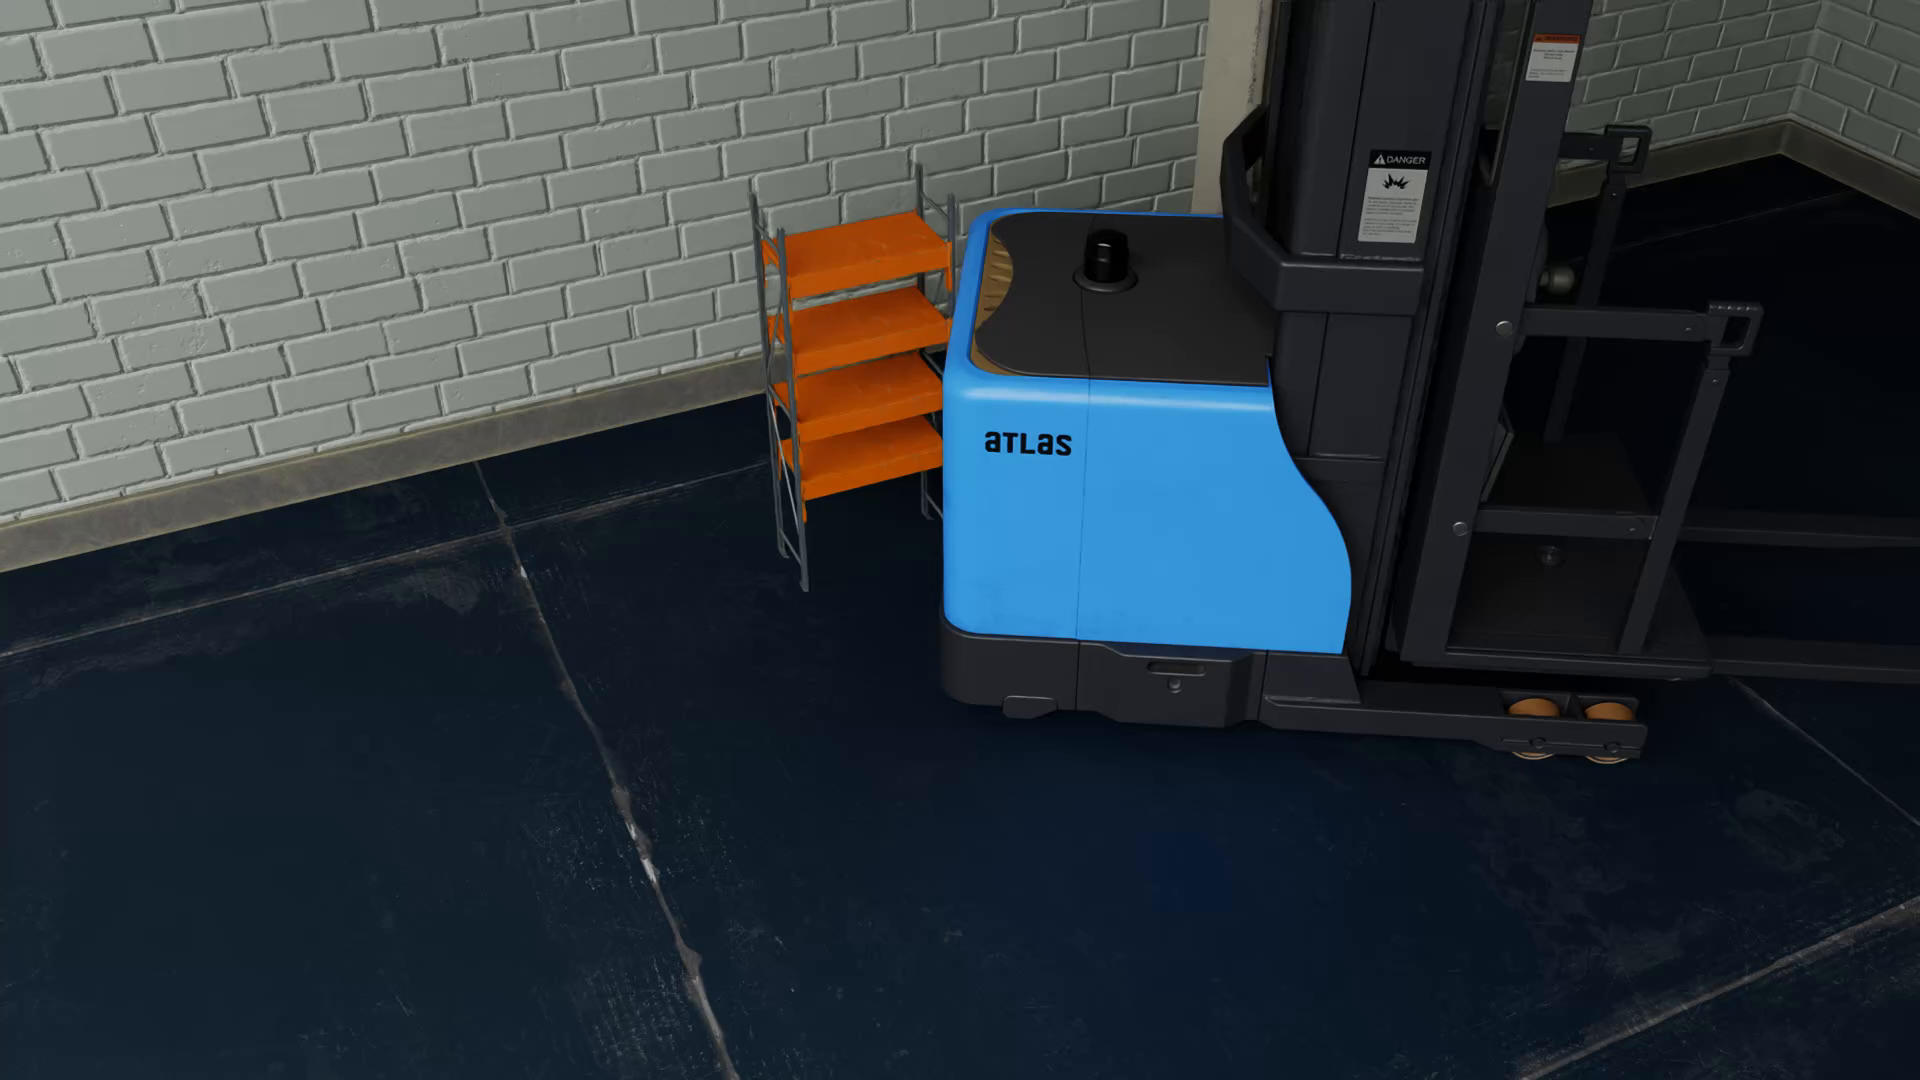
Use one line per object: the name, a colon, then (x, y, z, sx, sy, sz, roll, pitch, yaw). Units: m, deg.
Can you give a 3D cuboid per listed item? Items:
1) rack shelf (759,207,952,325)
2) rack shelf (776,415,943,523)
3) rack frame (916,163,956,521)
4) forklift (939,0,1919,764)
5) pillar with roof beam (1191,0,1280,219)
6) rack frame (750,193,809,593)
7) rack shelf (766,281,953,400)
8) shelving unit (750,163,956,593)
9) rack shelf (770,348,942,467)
rack shelf: (-0.291, -0.765, 4.614, 0.480, 0.148, 0.258, -15, 39, -19)
rack shelf: (-0.291, -0.236, 5.007, 0.480, 0.148, 0.258, -15, 39, -19)
rack frame: (-0.068, -0.509, 4.929, 0.015, 1.200, 0.240, -15, 39, -19)
forklift: (1.489, -0.911, 4.019, 3.031, 2.935, 1.130, 3, 37, 4)
pillar with roof beam: (2.960, -2.256, 0.738, 0.400, 9.000, 9.100, -16, 39, -20)
rack frame: (-0.513, -0.389, 4.767, 0.015, 1.200, 0.240, -15, 39, -19)
rack shelf: (-0.291, -0.575, 4.755, 0.480, 0.148, 0.258, -15, 39, -19)
shelving unit: (-0.291, -0.449, 4.848, 0.503, 1.200, 0.258, -15, 39, -19)
rack shelf: (-0.291, -0.395, 4.889, 0.480, 0.148, 0.258, -15, 39, -19)
